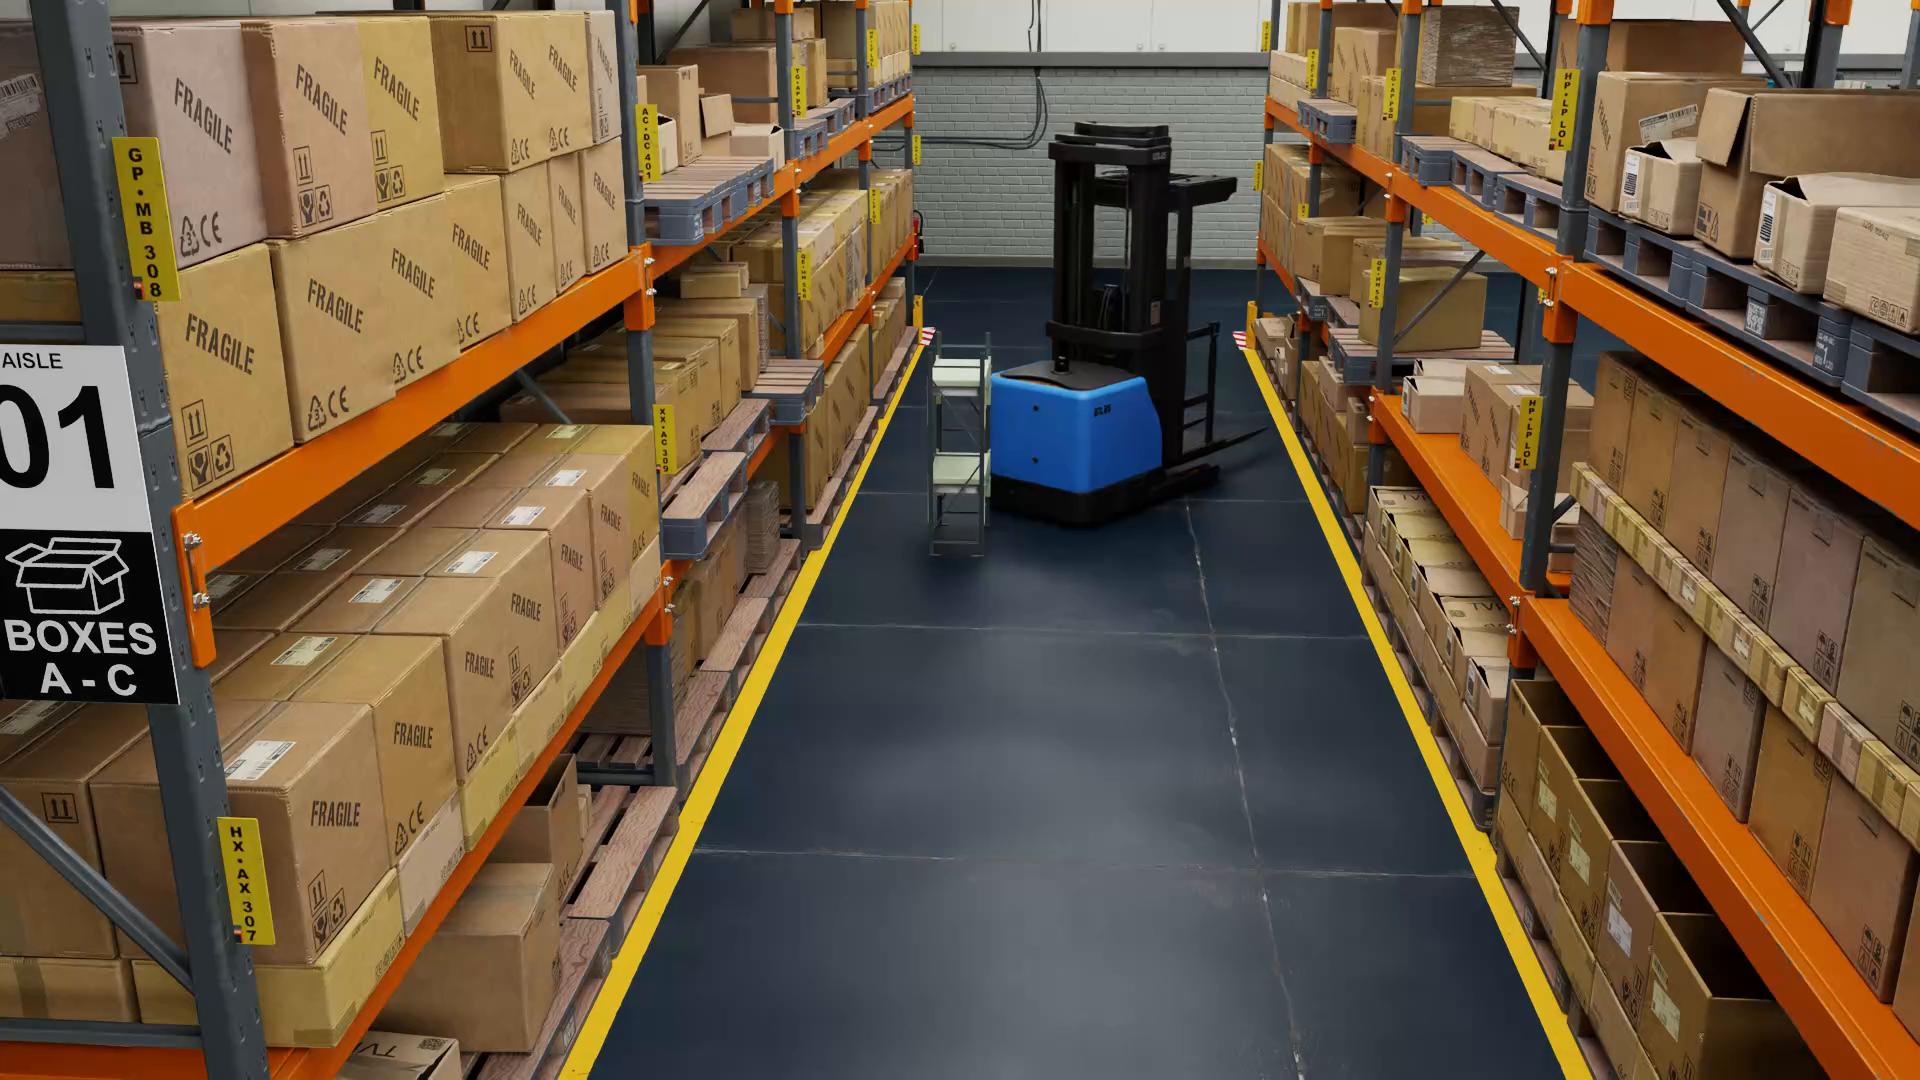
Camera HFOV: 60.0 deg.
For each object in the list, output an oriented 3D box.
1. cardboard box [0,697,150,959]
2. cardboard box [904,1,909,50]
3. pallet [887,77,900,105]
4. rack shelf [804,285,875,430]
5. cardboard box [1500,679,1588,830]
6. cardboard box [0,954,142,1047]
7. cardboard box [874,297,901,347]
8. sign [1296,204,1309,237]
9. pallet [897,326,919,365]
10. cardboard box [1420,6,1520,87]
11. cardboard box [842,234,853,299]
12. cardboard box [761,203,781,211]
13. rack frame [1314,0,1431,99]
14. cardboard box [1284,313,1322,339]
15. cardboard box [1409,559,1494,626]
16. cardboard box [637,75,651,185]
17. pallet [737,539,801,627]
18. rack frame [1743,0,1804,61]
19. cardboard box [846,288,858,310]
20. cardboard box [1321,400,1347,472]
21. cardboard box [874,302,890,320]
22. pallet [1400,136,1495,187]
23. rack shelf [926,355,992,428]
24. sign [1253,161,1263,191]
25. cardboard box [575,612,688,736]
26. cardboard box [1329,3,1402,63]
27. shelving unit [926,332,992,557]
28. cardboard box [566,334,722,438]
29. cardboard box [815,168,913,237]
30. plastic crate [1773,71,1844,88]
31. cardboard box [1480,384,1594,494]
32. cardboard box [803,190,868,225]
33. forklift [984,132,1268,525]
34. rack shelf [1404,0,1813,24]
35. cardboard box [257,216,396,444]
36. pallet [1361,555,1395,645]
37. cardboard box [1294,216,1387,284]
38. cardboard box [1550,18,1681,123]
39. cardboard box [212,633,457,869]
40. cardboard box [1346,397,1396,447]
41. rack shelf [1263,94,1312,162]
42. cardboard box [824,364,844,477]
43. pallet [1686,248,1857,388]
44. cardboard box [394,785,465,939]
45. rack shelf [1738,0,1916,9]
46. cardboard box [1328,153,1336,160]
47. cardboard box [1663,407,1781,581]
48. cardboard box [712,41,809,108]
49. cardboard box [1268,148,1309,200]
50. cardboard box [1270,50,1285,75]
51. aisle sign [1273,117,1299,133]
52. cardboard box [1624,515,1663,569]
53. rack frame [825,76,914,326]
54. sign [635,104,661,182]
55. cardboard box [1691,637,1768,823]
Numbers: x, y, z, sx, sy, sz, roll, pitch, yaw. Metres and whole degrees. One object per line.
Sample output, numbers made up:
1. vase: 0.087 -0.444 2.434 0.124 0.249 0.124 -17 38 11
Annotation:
1. cardboard box: -2.362 0.739 4.356 0.500 0.500 0.500 1 18 3
2. cardboard box: -0.817 -5.509 17.803 0.500 0.500 0.500 1 18 4
3. pallet: -1.164 -4.558 16.840 1.003 0.211 1.213 1 18 4
4. rack shelf: -1.466 -1.579 13.581 1.077 0.370 4.000 1 18 4
5. cardboard box: 2.699 0.939 7.276 0.500 0.500 0.500 1 18 4
6. cardboard box: -2.343 1.097 4.467 0.500 0.250 0.500 2 18 5
7. cardboard box: -1.022 -2.421 18.336 0.700 0.500 0.500 1 18 4
8. sign: 3.076 -2.854 14.926 0.100 0.325 0.005 1 18 4
9. pallet: -1.016 -2.210 18.827 1.003 0.211 1.213 1 18 4
10. cardboard box: 3.369 -3.274 11.015 0.500 0.500 0.500 1 18 4
11. cardboard box: -1.176 -2.277 13.886 0.500 0.500 0.500 1 18 4
12. cardboard box: -1.678 -2.642 13.793 0.500 0.250 0.500 1 18 2
13. rack frame: 3.618 -5.284 14.097 1.000 3.000 0.127 1 18 4
14. cardboard box: 3.748 -2.039 17.132 0.797 0.503 0.637 1 18 4
15. cardboard box: 2.897 0.287 9.570 0.500 0.311 0.500 1 18 3
16. cardboard box: -1.778 -1.898 7.747 0.500 0.500 0.500 4 19 12
17. pallet: -1.667 0.268 11.267 1.003 0.211 1.213 1 18 4
18. rack frame: 8.849 -6.414 17.547 0.949 2.616 0.053 1 18 4
19. cardboard box: -1.083 -2.080 14.324 0.380 0.149 0.250 1 18 4
20. cardboard box: 3.233 -0.832 13.451 0.500 0.500 0.500 1 18 2
21. cardboard box: -0.923 -2.357 17.097 0.380 0.149 0.250 1 18 2
22. pallet: 3.372 -2.314 10.153 1.213 0.211 1.003 2 18 6
23. rack shelf: 0.000 -1.081 12.062 0.431 0.370 0.720 1 18 4
24. sign: 3.364 -4.099 18.725 0.100 0.325 0.005 1 18 4
25. cardboard box: -1.860 0.692 8.802 0.700 0.500 0.500 2 18 6
26. cardboard box: 3.615 -4.533 14.856 0.700 0.500 0.500 1 18 4
27. shelving unit: 0.000 -0.711 12.183 0.431 1.500 0.755 1 18 4
28. cardboard box: -1.763 -0.850 9.334 0.700 0.500 0.500 4 19 11
29. cardboard box: -1.063 -3.769 18.626 0.980 0.700 0.700 2 18 6
30. plastic crate: 8.462 -4.491 16.595 0.504 0.338 0.767 1 18 4
31. cardboard box: 3.190 -0.553 9.134 0.500 0.500 0.500 1 18 4
32. cardboard box: -1.101 -2.946 14.723 0.500 0.250 0.500 2 18 5
33. forklift: 1.506 -1.867 13.516 1.129 2.867 3.031 15 23 38
34. rack shelf: 3.188 -2.889 8.584 1.077 0.370 4.000 1 18 4
35. cardboard box: -1.836 -0.562 4.312 0.500 0.500 0.500 2 18 8
36. pallet: 3.233 0.389 10.896 1.003 0.211 1.213 1 18 4
37. cardboard box: 3.361 -2.538 14.516 0.700 0.500 0.500 -5 19 -15
38. cardboard box: 3.146 -2.227 7.946 0.500 0.500 0.500 3 18 9
39. cardboard box: -1.804 0.595 4.794 0.500 0.500 0.500 1 18 4
40. cardboard box: 3.164 -0.882 12.400 0.500 0.250 0.500 2 18 6
41. rack shelf: 3.762 -4.138 16.572 1.077 0.370 4.000 1 18 4
42. cardboard box: -1.357 -0.976 13.361 0.750 0.750 0.750 1 18 4
43. pallet: 2.919 -0.688 5.032 1.003 0.211 1.213 1 18 4
44. cardboard box: -1.809 0.940 4.945 0.500 0.250 0.500 1 18 2
45. rack shelf: 8.702 -5.261 15.826 1.077 0.370 4.000 1 18 4
46. cardboard box: 4.079 -3.736 17.240 0.500 0.500 0.500 2 18 5
47. cardboard box: 2.948 -0.162 5.856 0.700 0.500 0.500 1 18 4
48. cardboard box: -1.571 -3.625 12.985 0.700 0.500 0.500 1 18 4
49. cardboard box: 3.580 -3.904 17.753 0.500 0.500 0.500 1 18 4
50. cardboard box: 3.608 -5.113 17.832 0.500 0.250 0.500 1 18 4
51. aisle sign: 3.617 -4.939 18.502 0.394 0.787 0.004 1 18 4
52. cardboard box: 2.780 0.015 6.359 0.380 0.149 0.250 1 18 3
53. rack frame: -1.036 -3.785 19.156 1.000 3.000 0.127 1 18 4
54. sign: -1.355 -1.719 7.205 0.100 0.325 0.005 1 18 4
55. cardboard box: 2.912 0.621 5.551 0.700 0.500 0.500 2 18 6
